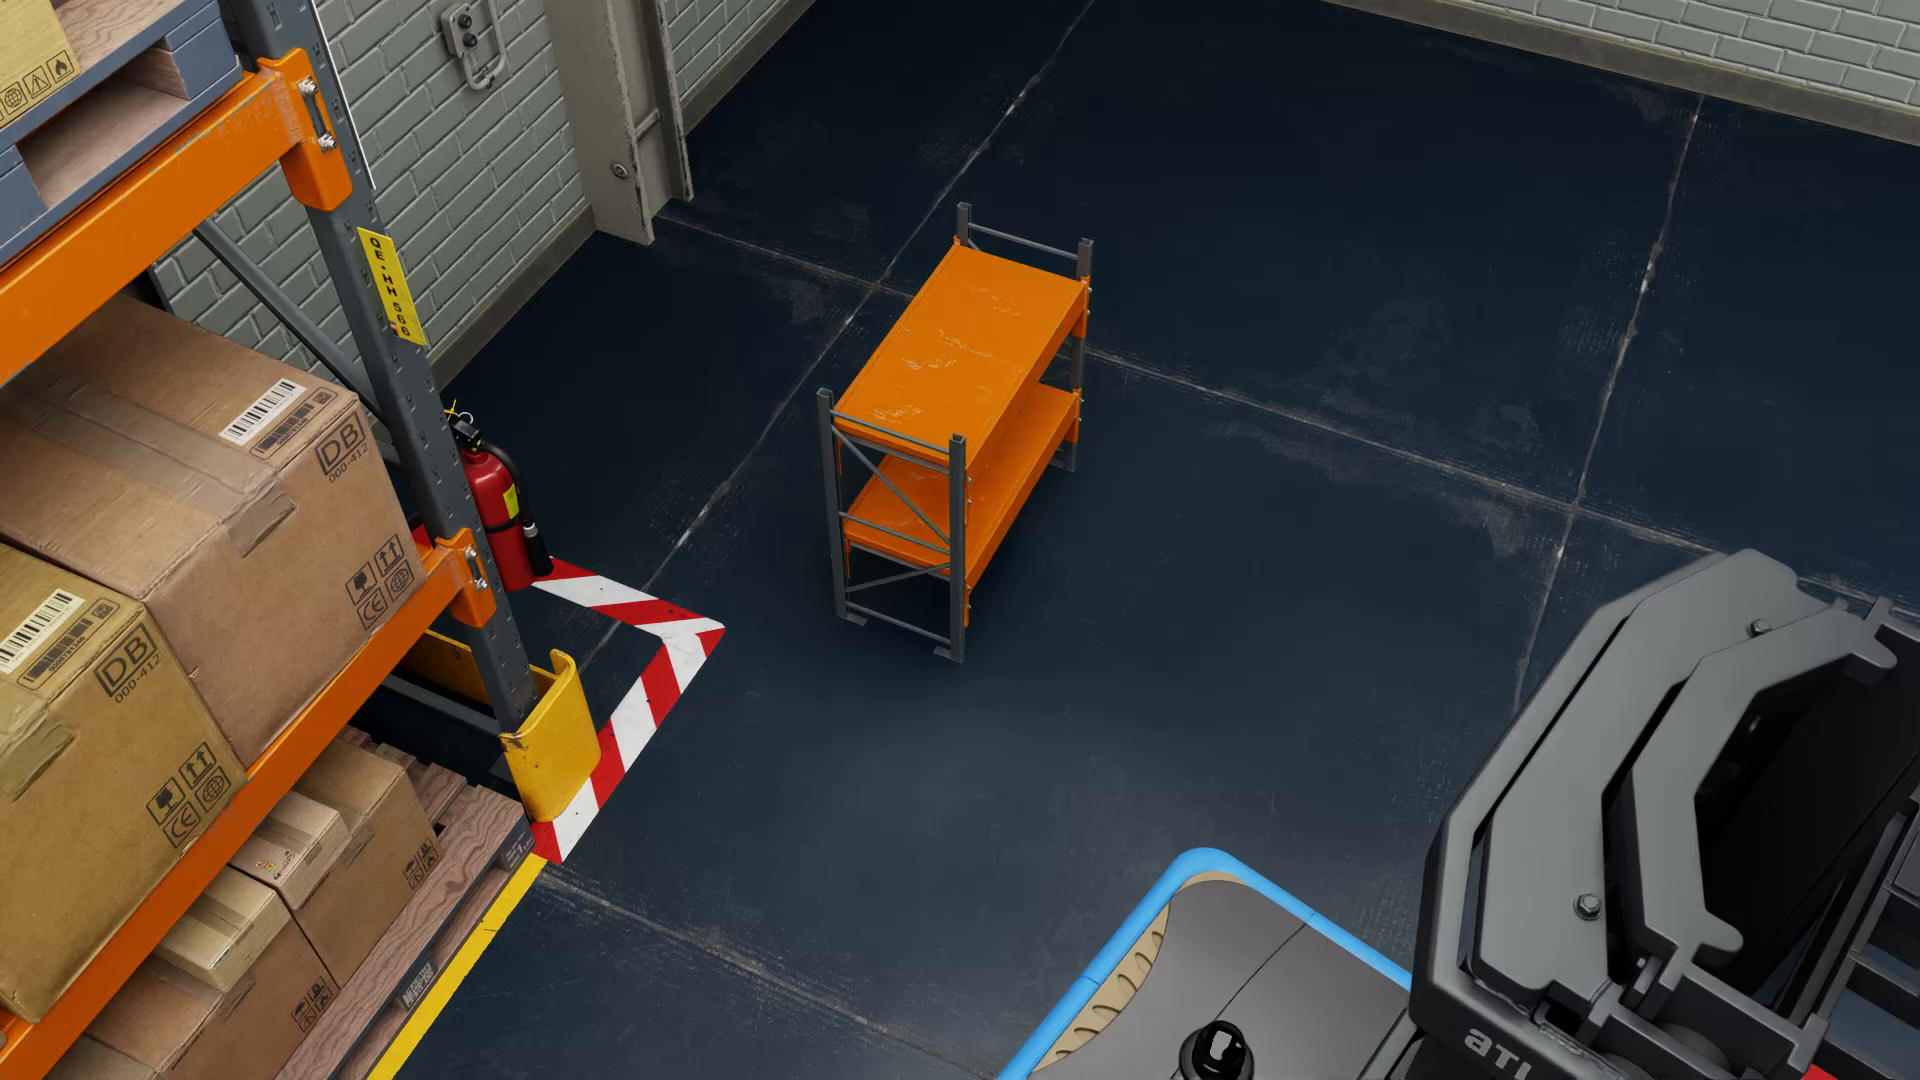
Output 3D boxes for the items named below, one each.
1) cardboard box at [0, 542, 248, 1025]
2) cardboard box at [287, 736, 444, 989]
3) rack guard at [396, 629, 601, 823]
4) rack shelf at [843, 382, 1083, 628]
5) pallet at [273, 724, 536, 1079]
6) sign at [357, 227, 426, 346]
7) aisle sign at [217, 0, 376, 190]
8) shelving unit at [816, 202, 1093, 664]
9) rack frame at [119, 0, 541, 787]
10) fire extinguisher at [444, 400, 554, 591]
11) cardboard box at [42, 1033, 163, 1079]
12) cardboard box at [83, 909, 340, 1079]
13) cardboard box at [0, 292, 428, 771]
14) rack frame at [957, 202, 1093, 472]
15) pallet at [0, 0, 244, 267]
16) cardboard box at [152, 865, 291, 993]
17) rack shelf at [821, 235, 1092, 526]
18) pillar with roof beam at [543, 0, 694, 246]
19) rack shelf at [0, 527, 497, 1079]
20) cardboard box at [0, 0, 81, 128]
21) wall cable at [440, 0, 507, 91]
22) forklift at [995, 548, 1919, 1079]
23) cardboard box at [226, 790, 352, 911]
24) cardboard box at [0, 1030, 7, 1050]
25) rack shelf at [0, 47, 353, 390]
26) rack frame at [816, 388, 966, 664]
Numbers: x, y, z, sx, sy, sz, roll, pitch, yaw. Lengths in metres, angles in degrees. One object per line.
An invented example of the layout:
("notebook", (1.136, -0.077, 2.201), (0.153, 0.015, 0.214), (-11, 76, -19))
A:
("cardboard box", (-2.314, 0.442, 3.707), (0.980, 0.700, 0.700), (19, 52, 16))
("cardboard box", (-2.013, 0.869, 4.906), (0.700, 0.500, 0.500), (20, 52, 16))
("rack guard", (-1.795, 0.474, 5.518), (1.175, 0.500, 0.348), (20, 52, 16))
("rack shelf", (0.003, -0.211, 6.012), (0.538, 0.278, 1.000), (20, 52, 16))
("pallet", (-2.076, 1.160, 5.124), (1.003, 0.211, 1.213), (20, 52, 16))
("sign", (-1.320, -0.585, 3.863), (0.100, 0.325, 0.005), (20, 52, 16))
("aisle sign", (-1.503, -1.114, 3.521), (0.394, 0.787, 0.004), (20, 52, 16))
("shelving unit", (0.003, -0.369, 5.826), (0.538, 1.125, 1.048), (20, 52, 16))
("rack frame", (-1.805, -0.319, 4.552), (1.000, 3.000, 0.127), (20, 52, 16))
("fire extinguisher", (-1.323, -0.127, 4.684), (0.296, 0.674, 0.183), (20, 52, 16))
("cardboard box", (-2.441, 1.560, 4.318), (0.700, 0.500, 0.500), (18, 52, 15))
("cardboard box", (-2.227, 1.214, 4.613), (0.700, 0.500, 0.500), (20, 52, 16))
("cardboard box", (-2.014, -0.062, 4.136), (0.980, 0.700, 0.700), (22, 53, 18))
("rack frame", (0.220, -0.719, 6.123), (0.500, 1.125, 0.032), (20, 52, 16))
("pallet", (-2.112, -0.749, 3.006), (1.003, 0.211, 1.213), (20, 52, 16))
("cardboard box", (-2.012, 0.983, 4.384), (0.380, 0.149, 0.250), (21, 53, 17))
("rack shelf", (0.003, -0.559, 5.603), (0.538, 0.278, 1.000), (20, 52, 16))
("pillar with roof beam", (2.459, -3.003, 2.897), (9.100, 9.000, 0.400), (20, 52, 16))
("rack shelf", (-2.659, 1.291, 3.654), (1.077, 0.370, 4.000), (20, 52, 16))
("cardboard box", (-1.878, -0.821, 2.766), (0.500, 0.250, 0.500), (21, 53, 17))
("wall cable", (-2.113, -1.838, 5.177), (0.084, 1.984, 1.851), (20, 52, 16))
("forklift", (1.452, 1.492, 3.056), (3.031, 2.935, 1.130), (32, 57, 24))
("cardboard box", (-1.904, 0.807, 4.534), (0.380, 0.149, 0.250), (19, 52, 16))
("cardboard box", (-2.648, 0.964, 3.263), (0.980, 0.700, 0.700), (18, 52, 14))
("rack shelf", (-2.659, 0.319, 2.512), (1.077, 0.370, 4.000), (20, 52, 16))
("rack frame", (-0.214, -0.019, 5.528), (0.500, 1.125, 0.032), (20, 52, 16))
